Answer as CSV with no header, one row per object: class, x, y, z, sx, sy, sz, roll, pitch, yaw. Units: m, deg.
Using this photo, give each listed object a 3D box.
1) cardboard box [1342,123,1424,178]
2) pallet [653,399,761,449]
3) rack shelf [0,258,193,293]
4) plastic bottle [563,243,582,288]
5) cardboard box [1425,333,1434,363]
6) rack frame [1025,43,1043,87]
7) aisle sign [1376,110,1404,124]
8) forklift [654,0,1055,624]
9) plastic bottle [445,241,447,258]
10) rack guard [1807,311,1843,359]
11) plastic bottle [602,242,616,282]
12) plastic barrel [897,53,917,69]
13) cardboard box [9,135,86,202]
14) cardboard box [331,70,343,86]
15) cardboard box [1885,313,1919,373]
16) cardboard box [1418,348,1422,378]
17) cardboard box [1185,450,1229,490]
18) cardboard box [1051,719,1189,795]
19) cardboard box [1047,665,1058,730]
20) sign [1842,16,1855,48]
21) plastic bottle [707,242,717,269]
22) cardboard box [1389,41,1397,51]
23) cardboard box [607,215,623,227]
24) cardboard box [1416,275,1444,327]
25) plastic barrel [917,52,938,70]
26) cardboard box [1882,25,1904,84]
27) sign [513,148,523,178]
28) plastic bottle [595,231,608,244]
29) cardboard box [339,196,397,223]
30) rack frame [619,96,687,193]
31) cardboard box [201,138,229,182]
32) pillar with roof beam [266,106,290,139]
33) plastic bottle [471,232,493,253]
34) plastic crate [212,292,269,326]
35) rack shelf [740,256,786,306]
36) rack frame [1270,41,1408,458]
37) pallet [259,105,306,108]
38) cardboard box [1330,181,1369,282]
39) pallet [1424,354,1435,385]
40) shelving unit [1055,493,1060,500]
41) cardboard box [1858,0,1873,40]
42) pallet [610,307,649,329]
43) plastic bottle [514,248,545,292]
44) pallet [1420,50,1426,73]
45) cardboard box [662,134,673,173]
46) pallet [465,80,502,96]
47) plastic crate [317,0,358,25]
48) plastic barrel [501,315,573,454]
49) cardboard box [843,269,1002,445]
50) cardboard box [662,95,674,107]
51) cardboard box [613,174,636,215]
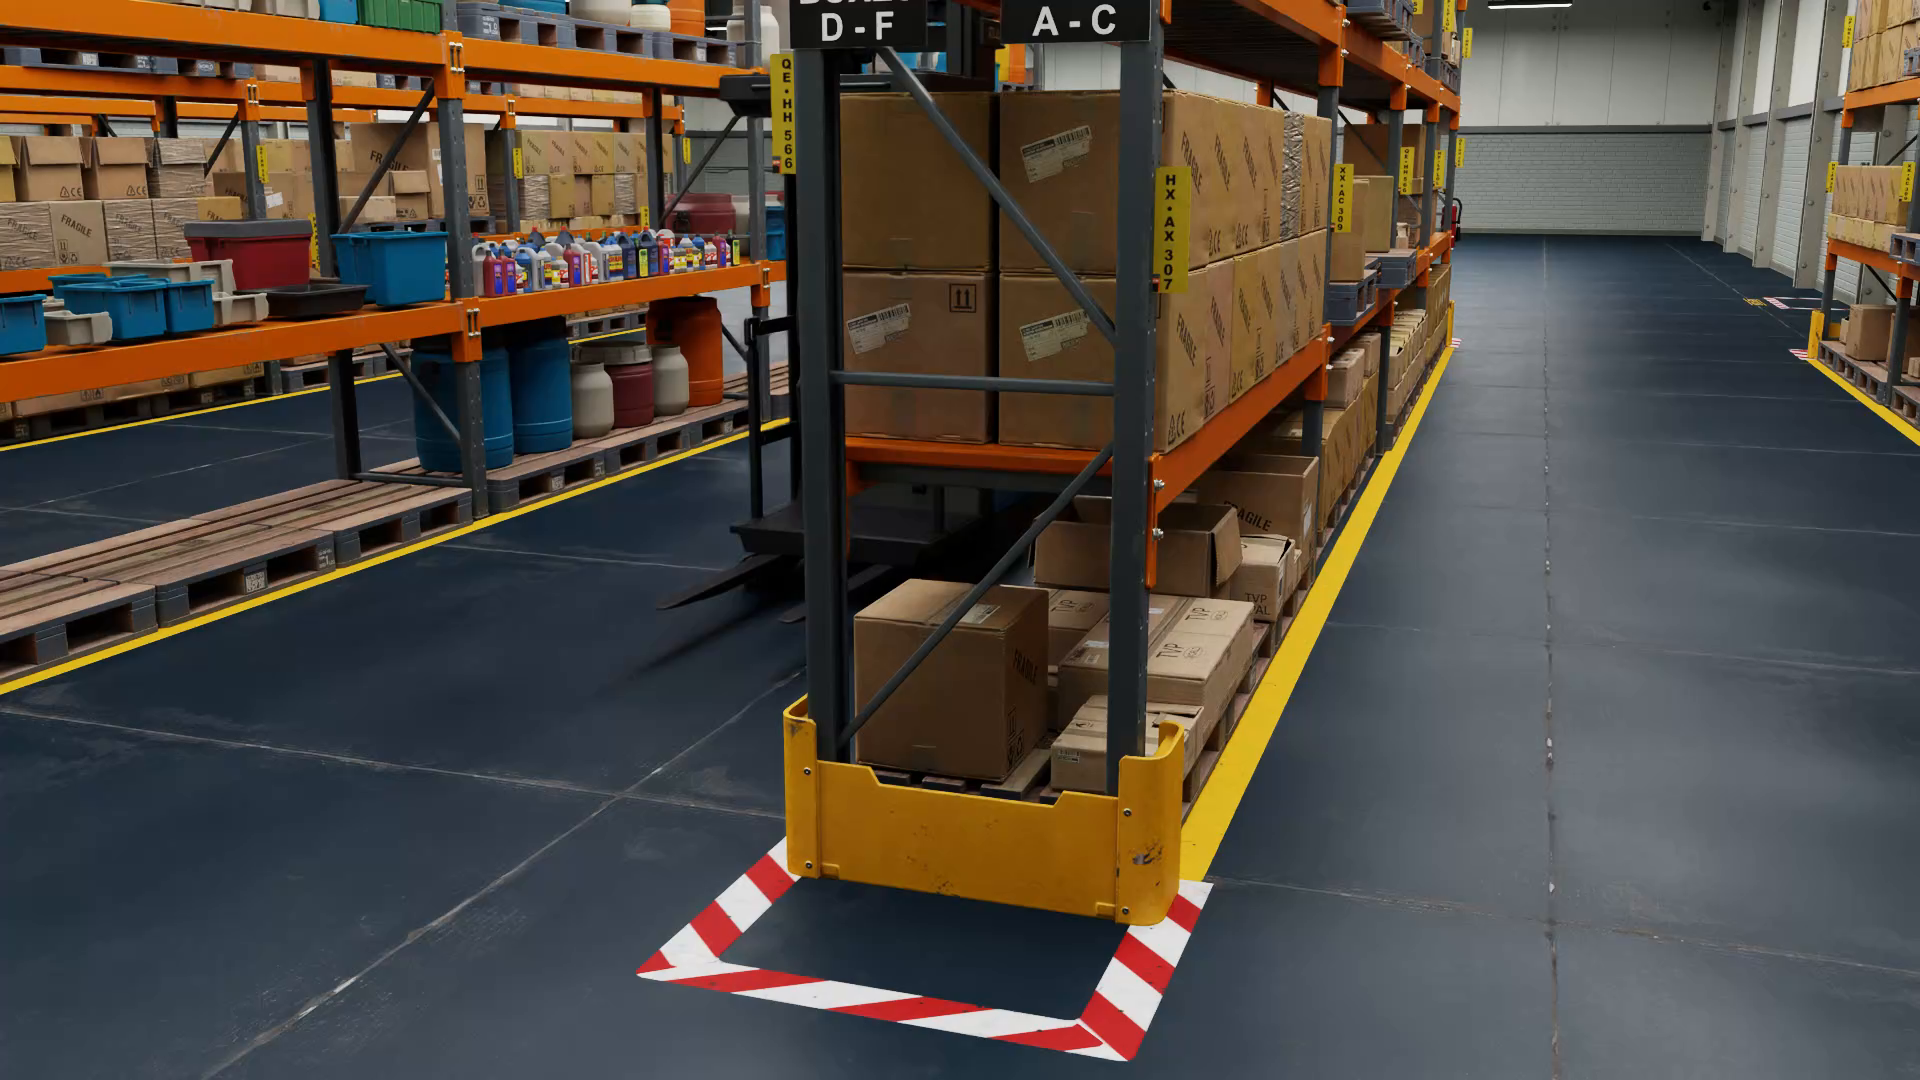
cardboard box,4.058,-3.730,15.949,0.700,0.500,0.500,4,14,19
pallet,-2.275,-0.942,13.139,1.003,0.211,1.213,4,14,18
rack shelf,-7.393,-2.055,13.367,1.077,0.370,4.000,4,14,18
plastic bottle,-2.544,-1.804,10.915,0.061,0.283,0.133,4,14,18
cardboard box,4.357,-1.895,16.284,0.500,0.250,0.500,4,14,18
rack frame,0.529,-7.079,20.281,1.000,3.000,0.127,4,14,18
aisle sign,4.946,-5.100,19.251,0.394,0.787,0.004,4,14,18
forklift,-0.465,-1.207,8.188,1.130,2.935,3.031,5,14,21
plastic bottle,-3.366,-1.821,10.836,0.144,0.351,0.185,4,14,18
rack guard,9.878,-2.207,18.032,1.175,0.500,0.348,4,14,18
plastic bottle,-2.406,-1.901,11.367,0.097,0.271,0.097,0,13,0
plastic barrel,-0.725,-4.896,16.332,0.600,0.901,0.708,4,14,18
cardboard box,-7.422,-2.933,13.118,0.797,0.503,0.637,5,14,20
cardboard box,-6.187,-4.405,15.641,0.500,0.250,0.500,5,14,20
cardboard box,8.907,-1.816,15.333,0.500,0.500,0.500,3,13,14
cardboard box,3.895,-1.605,15.012,0.500,0.250,0.500,4,13,18
cardboard box,1.220,-0.391,9.088,0.500,0.500,0.500,4,14,18
cardboard box,0.498,0.684,5.169,0.380,0.149,0.250,4,14,18
cardboard box,0.197,0.528,5.814,0.380,0.166,0.250,4,14,18
sign,9.389,-5.369,17.564,0.100,0.325,0.005,4,14,18
plastic bottle,-1.916,-2.186,12.770,0.097,0.201,0.097,0,13,0
cardboard box,2.352,-3.422,10.775,0.910,0.500,0.500,4,14,18
cardboard box,-4.441,-3.990,20.794,0.380,0.149,0.250,4,14,18
cardboard box,4.690,-2.470,17.120,0.500,0.500,0.500,4,14,18
plastic barrel,-0.440,-5.110,17.201,0.421,0.512,0.421,0,13,0
cardboard box,8.857,-4.469,15.316,0.500,0.500,0.500,4,13,16
sign,-4.926,-4.194,18.521,0.100,0.325,0.005,4,14,18
plastic bottle,-2.742,-2.223,12.749,0.061,0.283,0.133,4,14,18
cardboard box,-5.986,-3.295,16.575,0.500,0.250,0.500,4,13,17
rack frame,-4.158,-4.511,22.511,1.000,3.000,0.127,4,14,18
cardboard box,-9.893,-4.846,21.216,0.875,0.550,0.550,4,14,18
pillar with roof beam,-11.355,-10.641,35.886,9.100,9.000,0.400,4,14,18
plastic bottle,-3.170,-1.849,10.961,0.144,0.351,0.185,4,14,18
plastic crate,-3.633,-1.140,8.201,0.293,0.136,0.466,4,14,18
rack shelf,-1.413,-2.540,15.494,1.077,0.370,4.000,4,14,18
rack frame,2.626,-2.113,12.003,1.000,3.000,0.127,4,14,18
pallet,-9.048,-6.152,23.158,1.003,0.211,1.213,4,14,18
cardboard box,1.697,-1.608,8.622,0.700,0.500,0.500,0,13,-1
pallet,4.217,-1.760,16.724,1.003,0.211,1.213,4,14,18
shelving unit,0.306,-0.899,10.055,0.431,1.500,0.755,5,14,21
cardboard box,9.338,-5.284,16.640,0.500,0.500,0.500,4,14,18
pallet,-4.479,-2.967,22.013,1.003,0.211,1.213,4,14,18
plastic bottle,-2.725,-1.714,10.537,0.152,0.276,0.135,4,14,18
pallet,3.647,-4.137,14.563,0.805,0.209,1.217,4,13,16
cardboard box,-4.102,-5.059,21.771,0.500,0.500,0.500,4,14,18
pallet,-5.753,-4.917,17.973,1.213,0.211,1.003,4,14,18
plastic crate,-3.346,-2.794,8.623,0.416,0.233,0.300,4,14,18
plastic barrel,-2.933,-1.072,11.216,0.600,0.901,0.708,4,14,18
cardboard box,-0.075,-0.591,5.111,0.500,0.500,0.500,5,14,20
cardboard box,-4.073,-5.781,21.669,0.500,0.250,0.500,5,14,20
cardboard box,-4.613,-4.375,21.022,0.875,0.500,0.500,4,14,18
